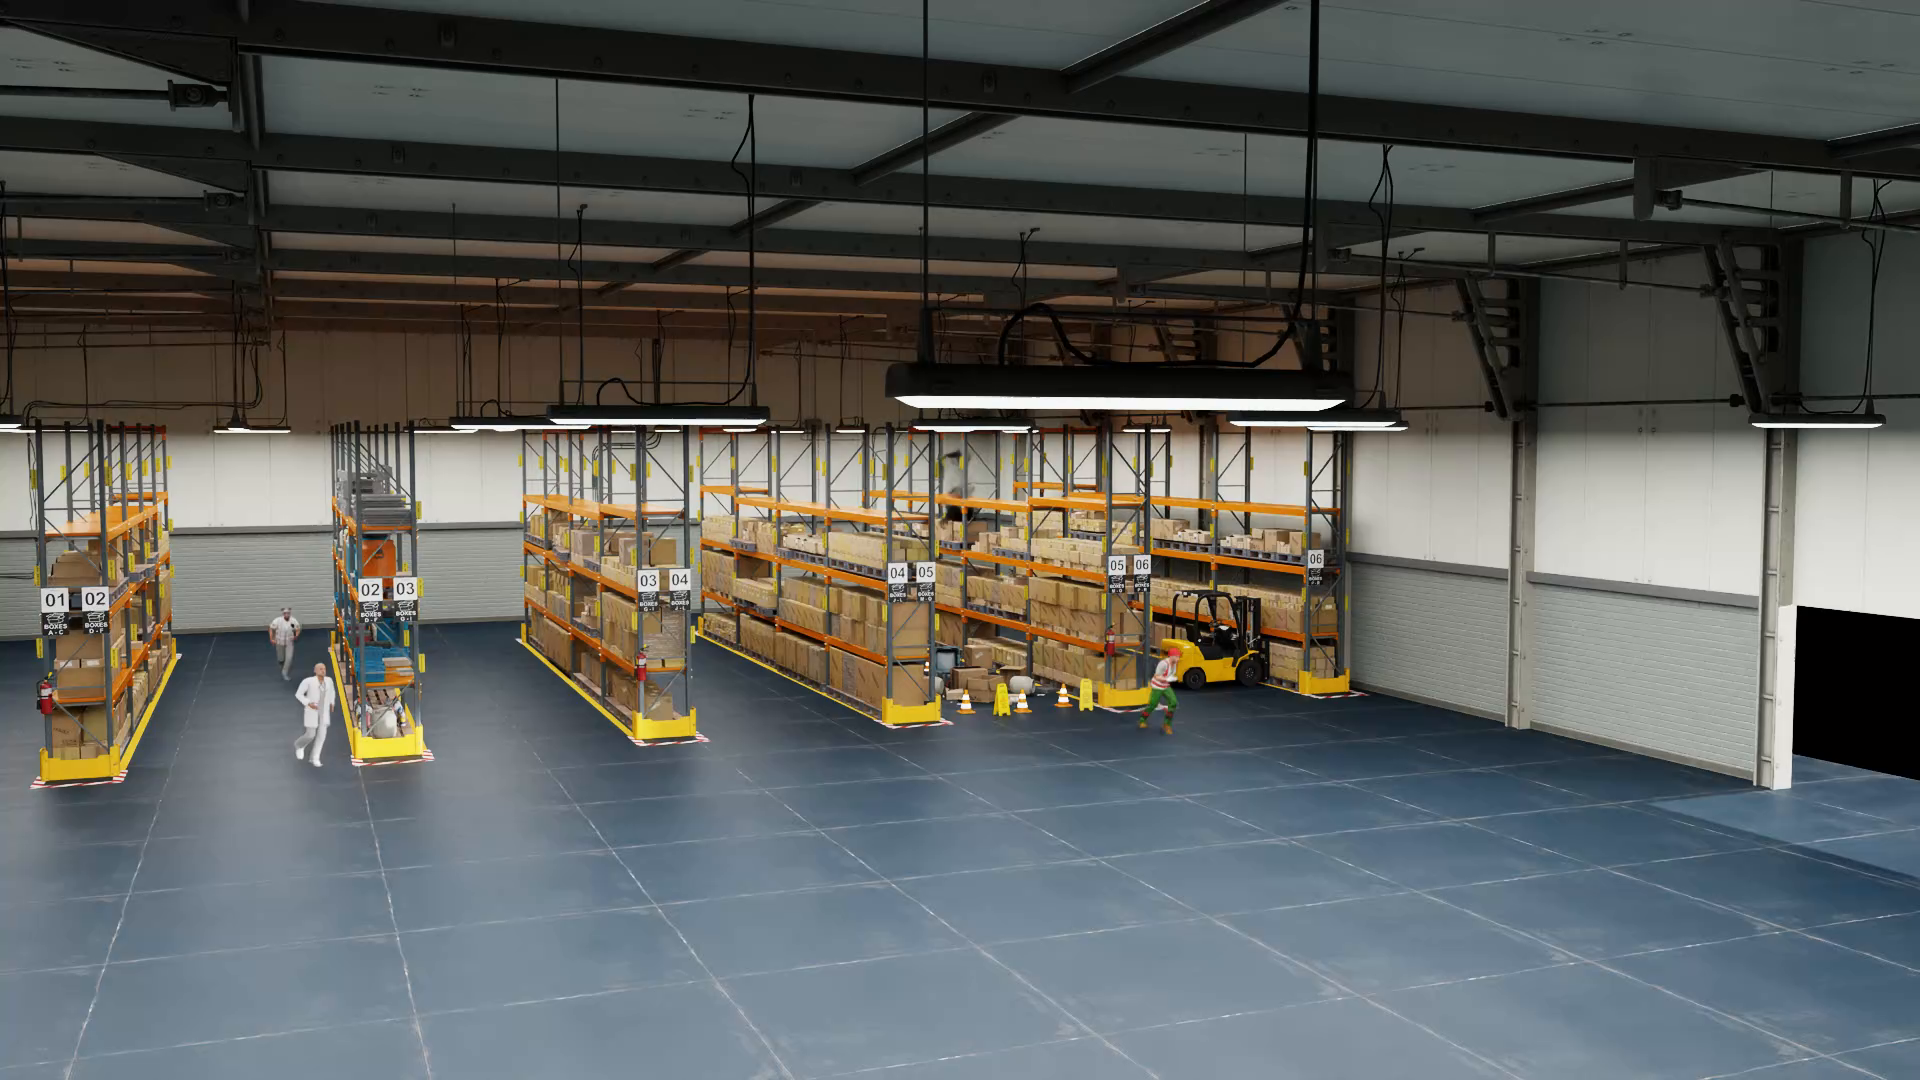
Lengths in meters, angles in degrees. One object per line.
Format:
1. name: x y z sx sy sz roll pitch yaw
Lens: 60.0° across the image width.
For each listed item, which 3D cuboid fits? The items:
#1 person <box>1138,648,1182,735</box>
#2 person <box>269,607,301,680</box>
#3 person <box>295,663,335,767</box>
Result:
1. person: 3.869 2.906 32.069 0.705 1.716 1.008 -4 5 -45
2. person: -15.933 2.431 39.262 0.693 1.747 0.723 -2 4 -25
3. person: -11.280 3.041 29.177 0.830 1.765 0.735 3 5 43
